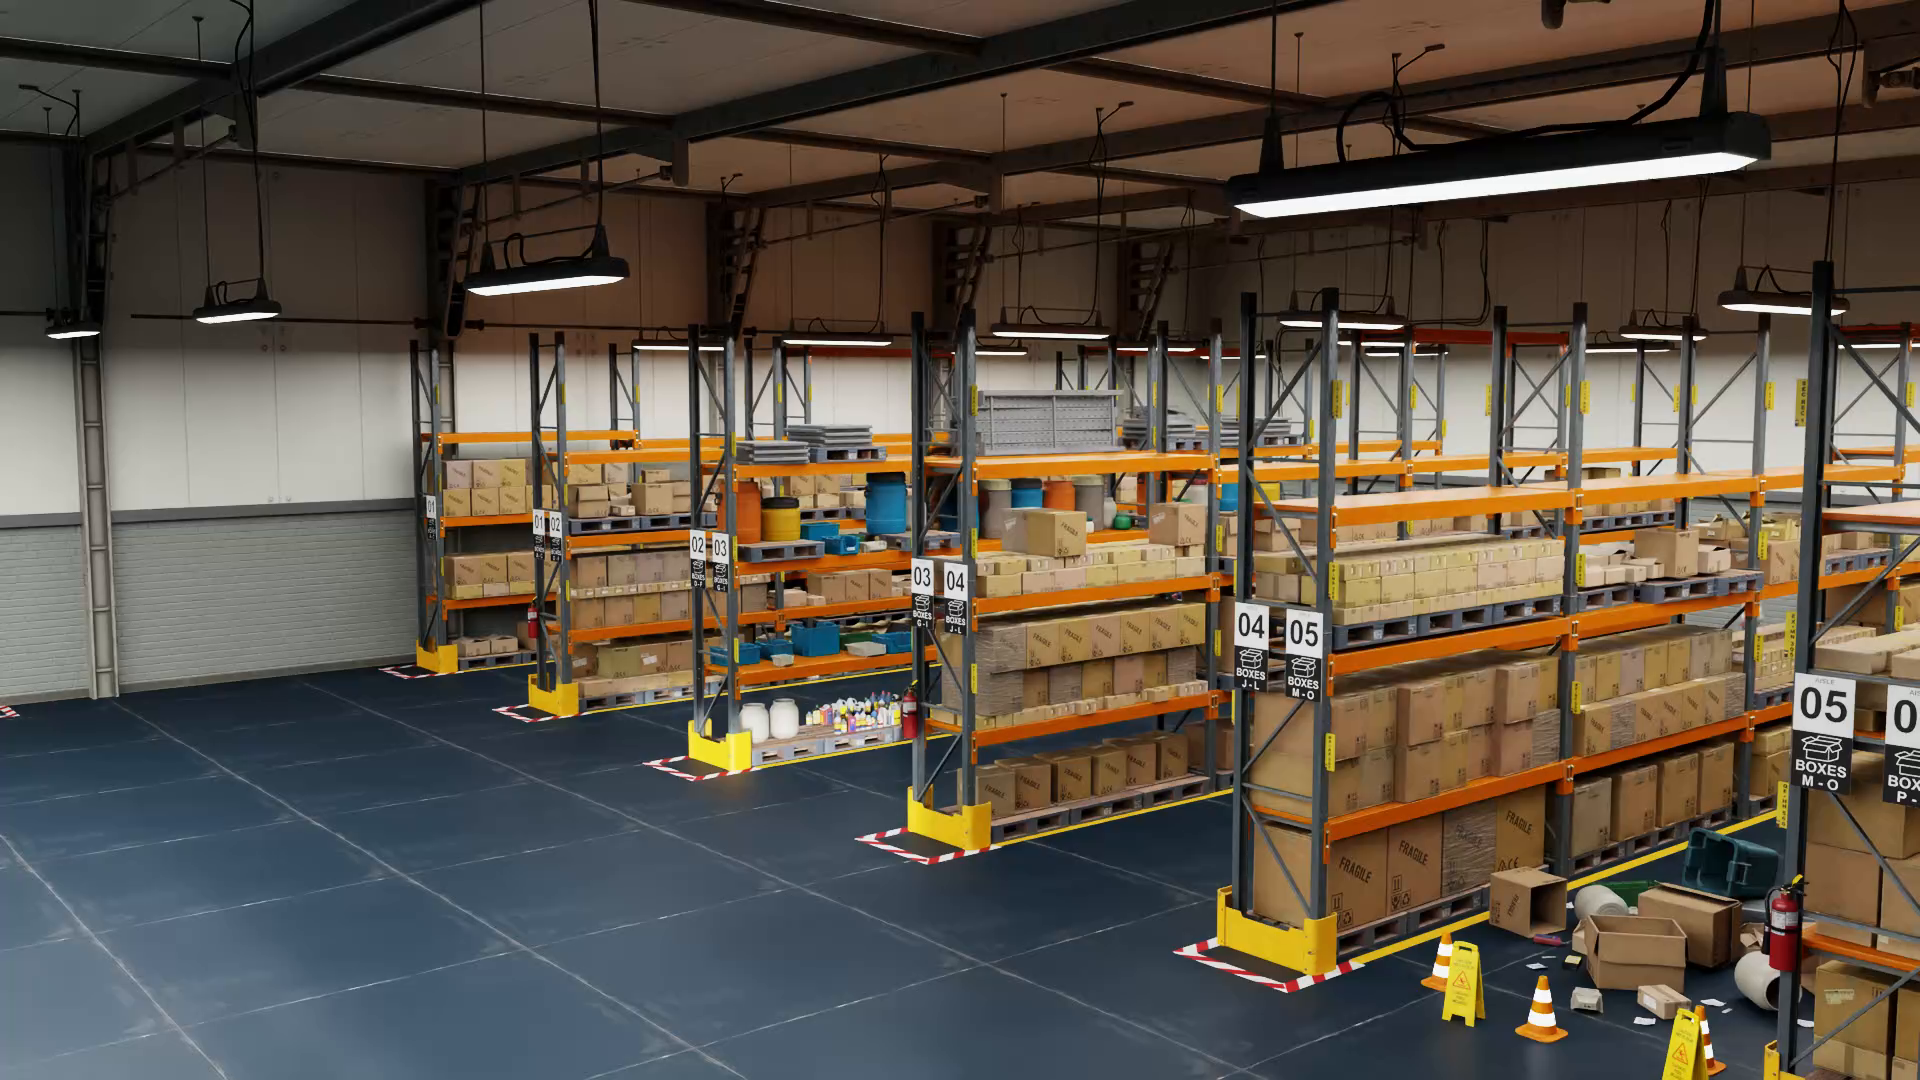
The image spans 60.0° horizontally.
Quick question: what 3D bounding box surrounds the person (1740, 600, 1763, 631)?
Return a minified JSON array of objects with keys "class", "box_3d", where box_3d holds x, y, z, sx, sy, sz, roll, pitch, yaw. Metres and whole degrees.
[{"class":"person","box_3d":[14.616,1.463,30.712,1.027,1.741,0.598,4,6,34]}]
